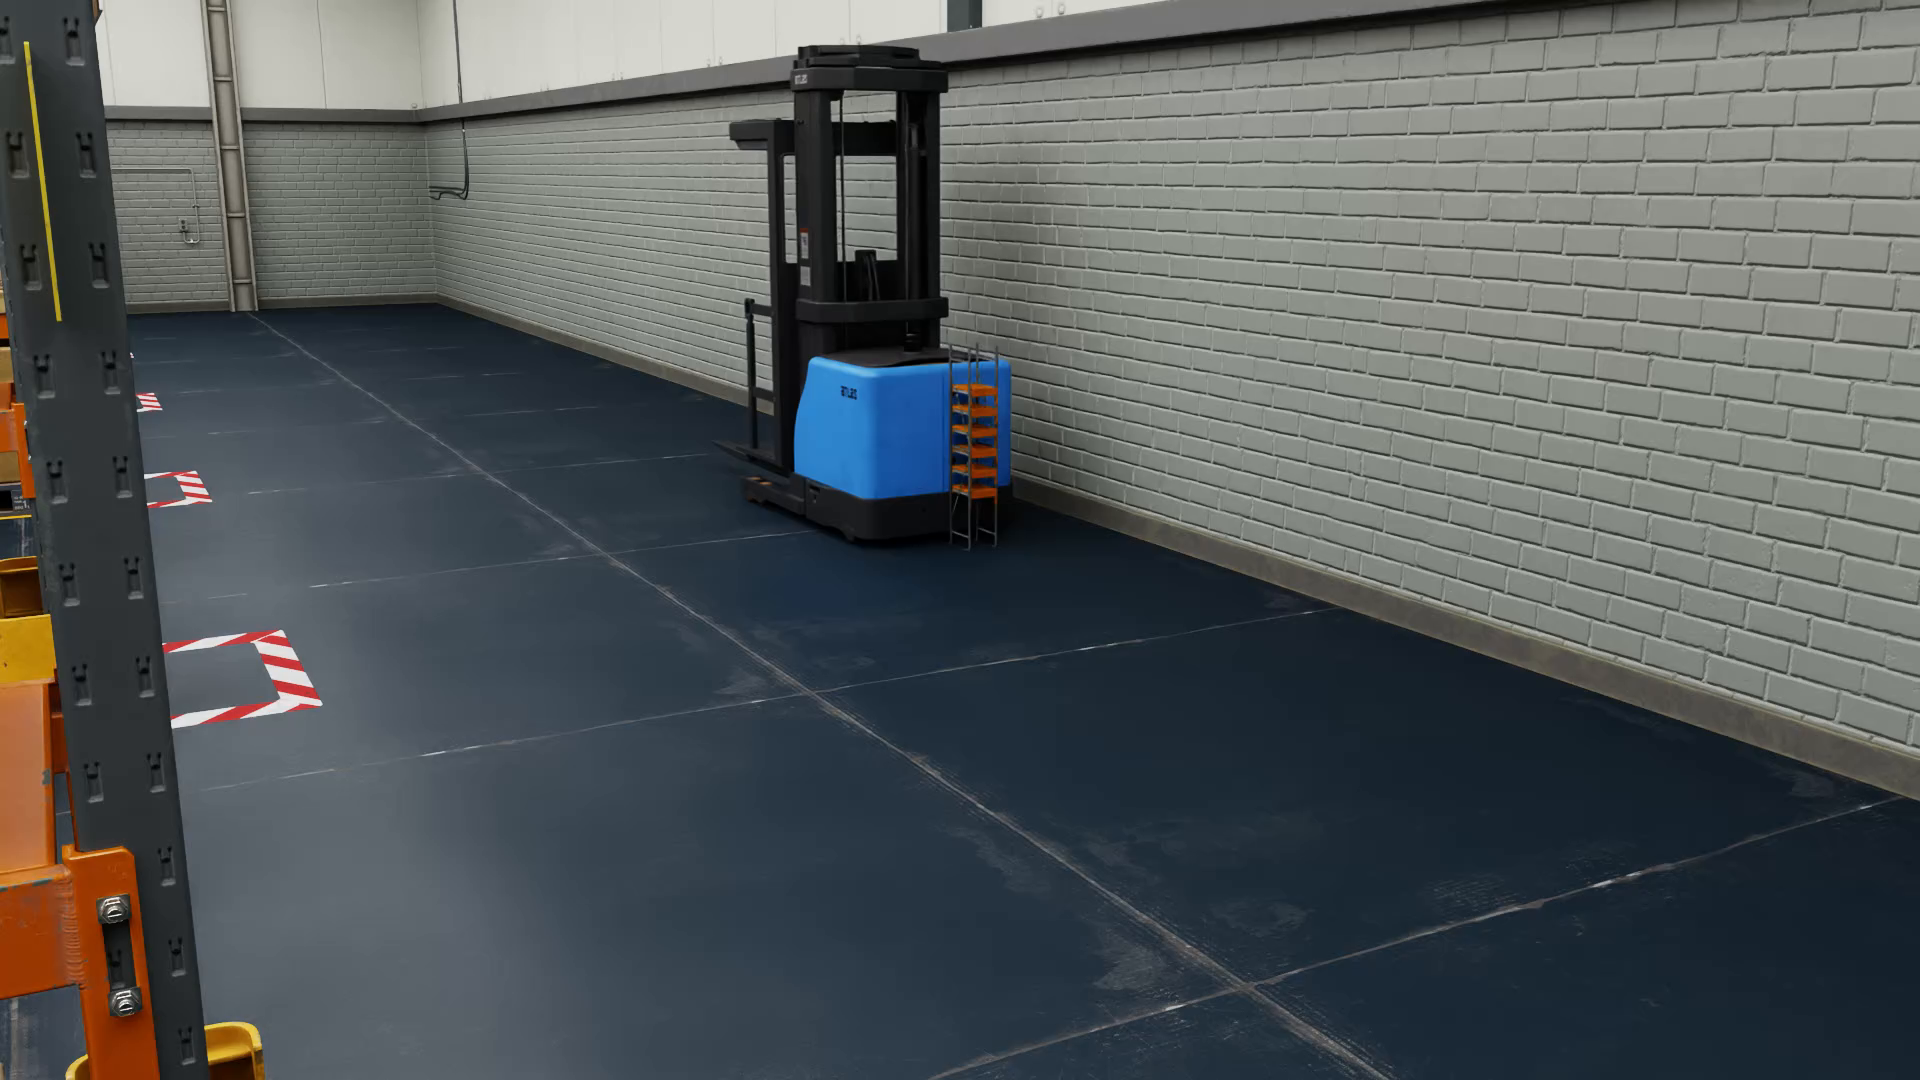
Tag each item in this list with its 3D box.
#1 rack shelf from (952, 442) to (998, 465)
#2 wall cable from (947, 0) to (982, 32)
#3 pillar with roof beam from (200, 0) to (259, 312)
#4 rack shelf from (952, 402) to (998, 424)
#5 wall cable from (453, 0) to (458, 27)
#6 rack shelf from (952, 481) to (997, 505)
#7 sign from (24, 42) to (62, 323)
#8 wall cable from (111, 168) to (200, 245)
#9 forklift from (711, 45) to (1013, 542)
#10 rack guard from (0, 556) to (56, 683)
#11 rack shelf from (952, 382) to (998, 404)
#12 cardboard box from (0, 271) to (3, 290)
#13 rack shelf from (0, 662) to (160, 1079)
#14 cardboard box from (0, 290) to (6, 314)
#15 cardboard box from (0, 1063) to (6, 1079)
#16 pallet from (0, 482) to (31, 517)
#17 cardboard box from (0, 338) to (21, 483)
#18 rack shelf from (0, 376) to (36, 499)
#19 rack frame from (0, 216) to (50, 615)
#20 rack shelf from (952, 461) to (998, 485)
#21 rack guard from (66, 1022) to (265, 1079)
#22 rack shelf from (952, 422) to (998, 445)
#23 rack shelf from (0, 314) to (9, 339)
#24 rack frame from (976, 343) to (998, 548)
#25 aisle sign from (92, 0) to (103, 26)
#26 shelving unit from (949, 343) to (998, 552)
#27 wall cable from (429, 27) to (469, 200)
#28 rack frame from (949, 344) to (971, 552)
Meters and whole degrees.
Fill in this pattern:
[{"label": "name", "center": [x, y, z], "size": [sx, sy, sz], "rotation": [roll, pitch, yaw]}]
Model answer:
[{"label": "rack shelf", "center": [0.079, -0.505, 9.825], "size": [0.180, 0.103, 0.258], "rotation": [-7, 15, -30]}, {"label": "wall cable", "center": [0.509, -6.192, 9.801], "size": [0.120, 5.999, 2.277], "rotation": [-7, 14, -28]}, {"label": "pillar with roof beam", "center": [-9.207, -7.177, 21.504], "size": [0.400, 9.000, 9.100], "rotation": [-7, 14, -28]}, {"label": "rack shelf", "center": [0.079, -0.740, 9.772], "size": [0.180, 0.103, 0.258], "rotation": [-7, 15, -30]}, {"label": "wall cable", "center": [-6.794, -8.510, 22.995], "size": [0.112, 2.526, 3.097], "rotation": [-7, 14, -28]}, {"label": "rack shelf", "center": [0.079, -0.271, 9.877], "size": [0.180, 0.103, 0.258], "rotation": [-7, 15, -30]}, {"label": "sign", "center": [-1.109, -0.430, 2.011], "size": [0.005, 0.325, 0.100], "rotation": [-7, 14, -28]}, {"label": "wall cable", "center": [-12.555, -5.442, 25.143], "size": [1.851, 1.984, 0.084], "rotation": [-7, 14, -28]}, {"label": "forklift", "center": [-0.830, -1.699, 10.984], "size": [1.130, 2.935, 3.031], "rotation": [-7, 14, -28]}, {"label": "rack guard", "center": [-3.884, 0.429, 7.066], "size": [0.348, 0.500, 1.175], "rotation": [-7, 14, -28]}, {"label": "rack shelf", "center": [0.079, -0.857, 9.746], "size": [0.180, 0.103, 0.258], "rotation": [-7, 15, -30]}, {"label": "cardboard box", "center": [-6.404, -1.735, 10.652], "size": [0.500, 0.250, 0.500], "rotation": [-7, 15, -29]}, {"label": "rack shelf", "center": [-3.113, 0.706, 1.780], "size": [4.000, 0.370, 1.077], "rotation": [-7, 14, -28]}, {"label": "cardboard box", "center": [-6.260, -1.542, 10.701], "size": [0.250, 0.149, 0.380], "rotation": [-7, 14, -27]}, {"label": "cardboard box", "center": [-1.888, 1.278, 2.476], "size": [0.875, 0.438, 0.875], "rotation": [-7, 15, -30]}, {"label": "pallet", "center": [-6.770, -0.306, 10.987], "size": [1.213, 0.211, 1.003], "rotation": [-7, 14, -28]}, {"label": "cardboard box", "center": [-6.629, -0.851, 10.941], "size": [0.875, 0.875, 0.875], "rotation": [-7, 14, -28]}, {"label": "rack shelf", "center": [-5.573, -0.237, 5.971], "size": [4.000, 0.370, 1.077], "rotation": [-7, 14, -28]}, {"label": "rack frame", "center": [-3.818, -0.799, 6.827], "size": [0.127, 3.000, 1.000], "rotation": [-7, 14, -28]}, {"label": "rack shelf", "center": [0.079, -0.388, 9.851], "size": [0.180, 0.103, 0.258], "rotation": [-7, 15, -30]}, {"label": "rack guard", "center": [-1.336, 1.361, 2.921], "size": [0.348, 0.500, 1.175], "rotation": [-7, 14, -28]}, {"label": "rack shelf", "center": [0.079, -0.623, 9.798], "size": [0.180, 0.103, 0.258], "rotation": [-7, 15, -30]}, {"label": "rack shelf", "center": [-7.861, -1.204, 10.266], "size": [4.000, 0.370, 1.077], "rotation": [-7, 14, -28]}, {"label": "rack frame", "center": [0.158, -0.559, 9.860], "size": [0.006, 1.200, 0.240], "rotation": [-7, 15, -30]}, {"label": "aisle sign", "center": [-1.145, -1.072, 2.118], "size": [0.004, 0.787, 0.394], "rotation": [-7, 14, -28]}, {"label": "shelving unit", "center": [0.079, -0.549, 9.815], "size": [0.189, 1.200, 0.258], "rotation": [-7, 15, -30]}, {"label": "wall cable", "center": [-8.090, -6.567, 25.867], "size": [0.112, 2.526, 3.097], "rotation": [-7, 14, -28]}, {"label": "rack frame", "center": [0.000, -0.539, 9.770], "size": [0.006, 1.200, 0.240], "rotation": [-7, 15, -30]}]
